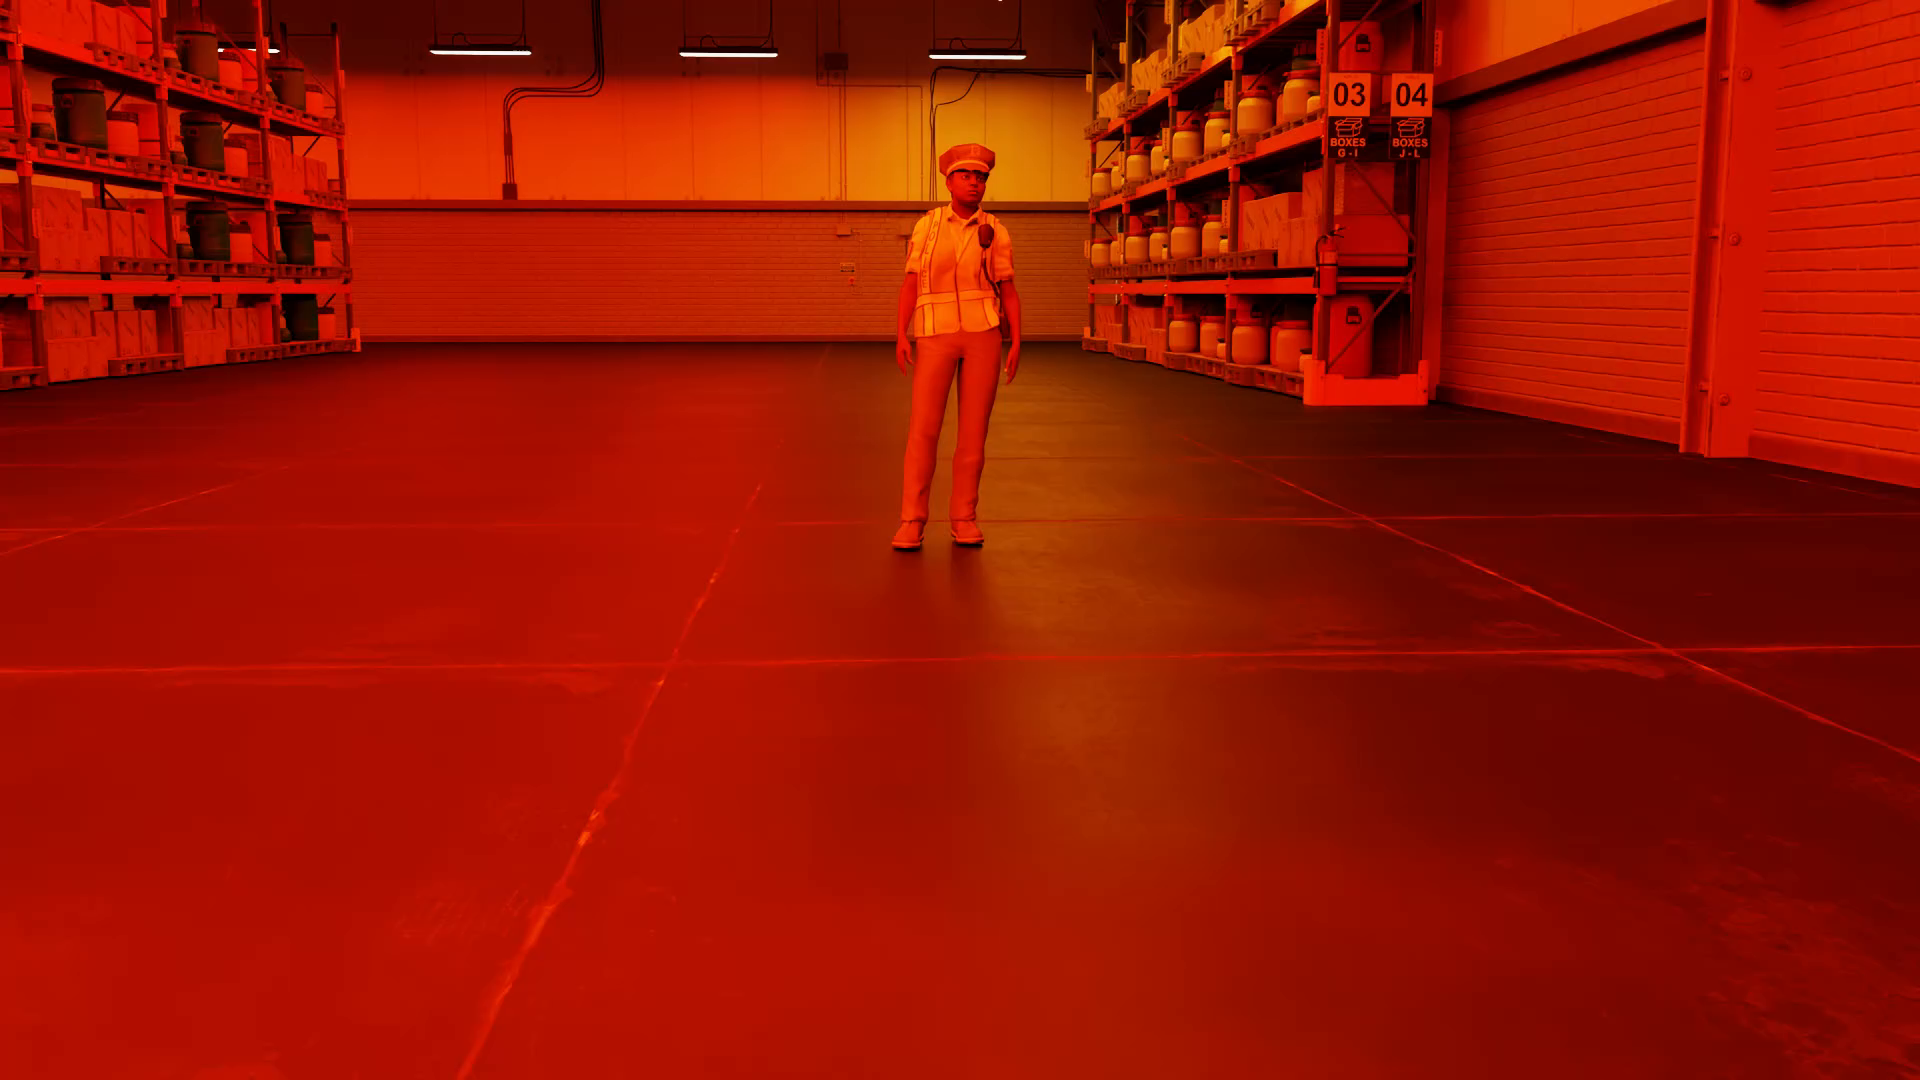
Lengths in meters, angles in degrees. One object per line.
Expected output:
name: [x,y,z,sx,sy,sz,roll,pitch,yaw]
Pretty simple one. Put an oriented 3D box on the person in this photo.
person: [-0.016,-0.834,7.109,0.569,1.695,0.530,-1,8,-4]
